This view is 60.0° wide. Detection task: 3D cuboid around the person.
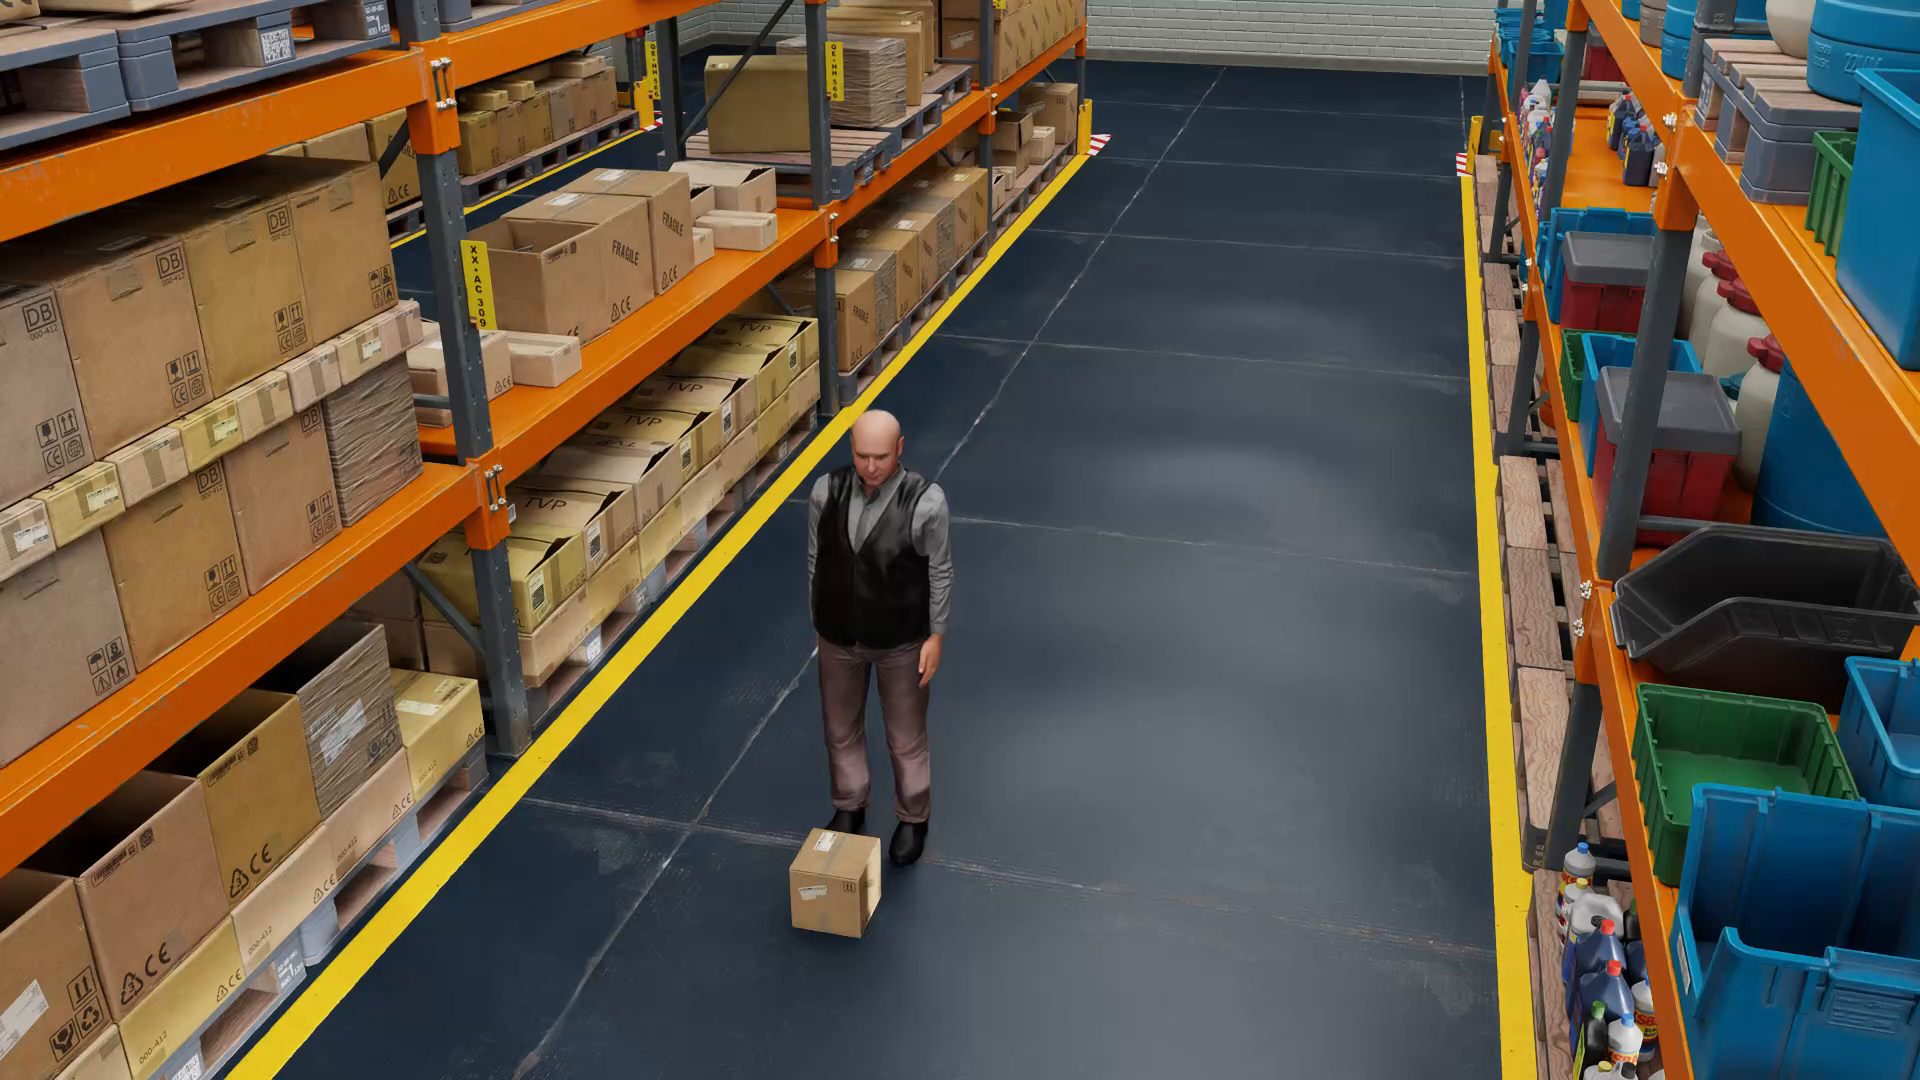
[{"bbox_3d":[-0.285,0.396,5.940,0.534,1.600,0.357,7,26,14],"label":"person"}]
